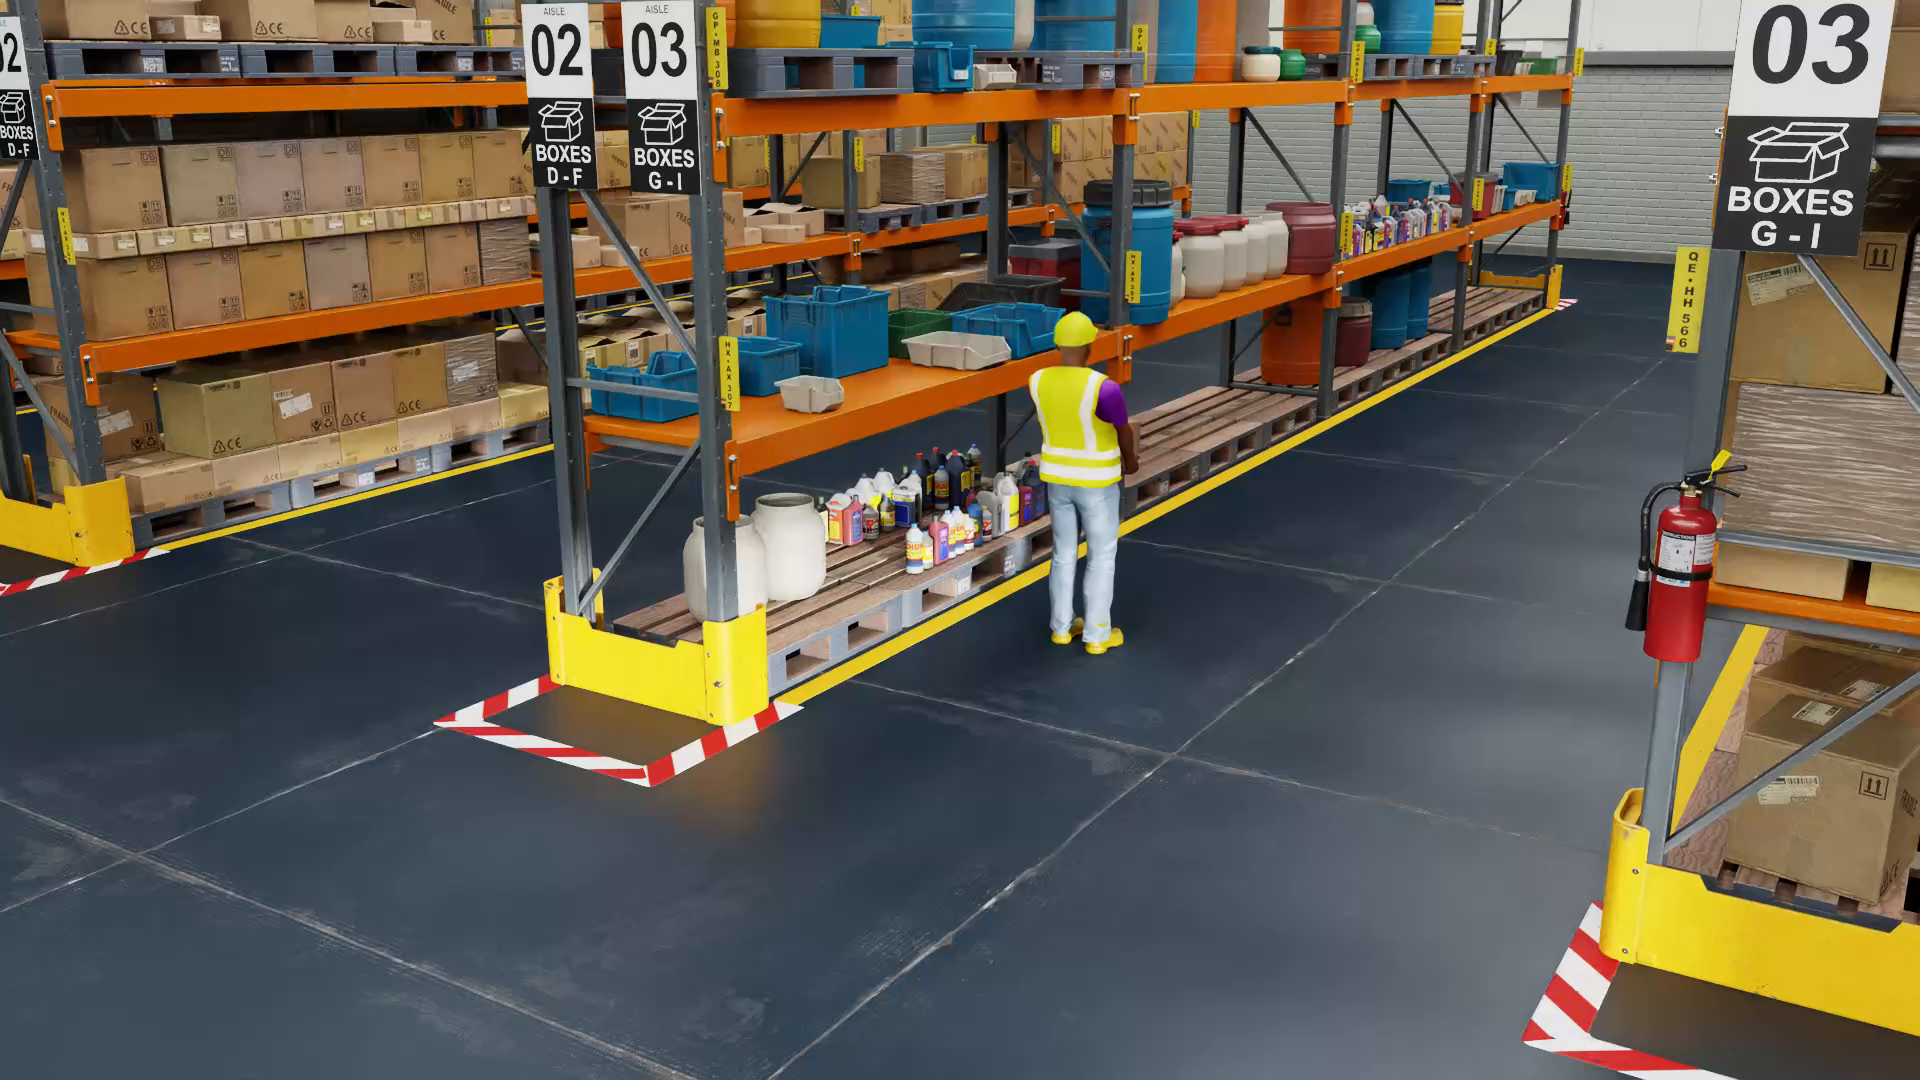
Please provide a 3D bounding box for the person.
[{"bbox_3d":[0.661,-0.321,8.615,0.504,1.760,0.585,10,19,31],"label":"person"}]
